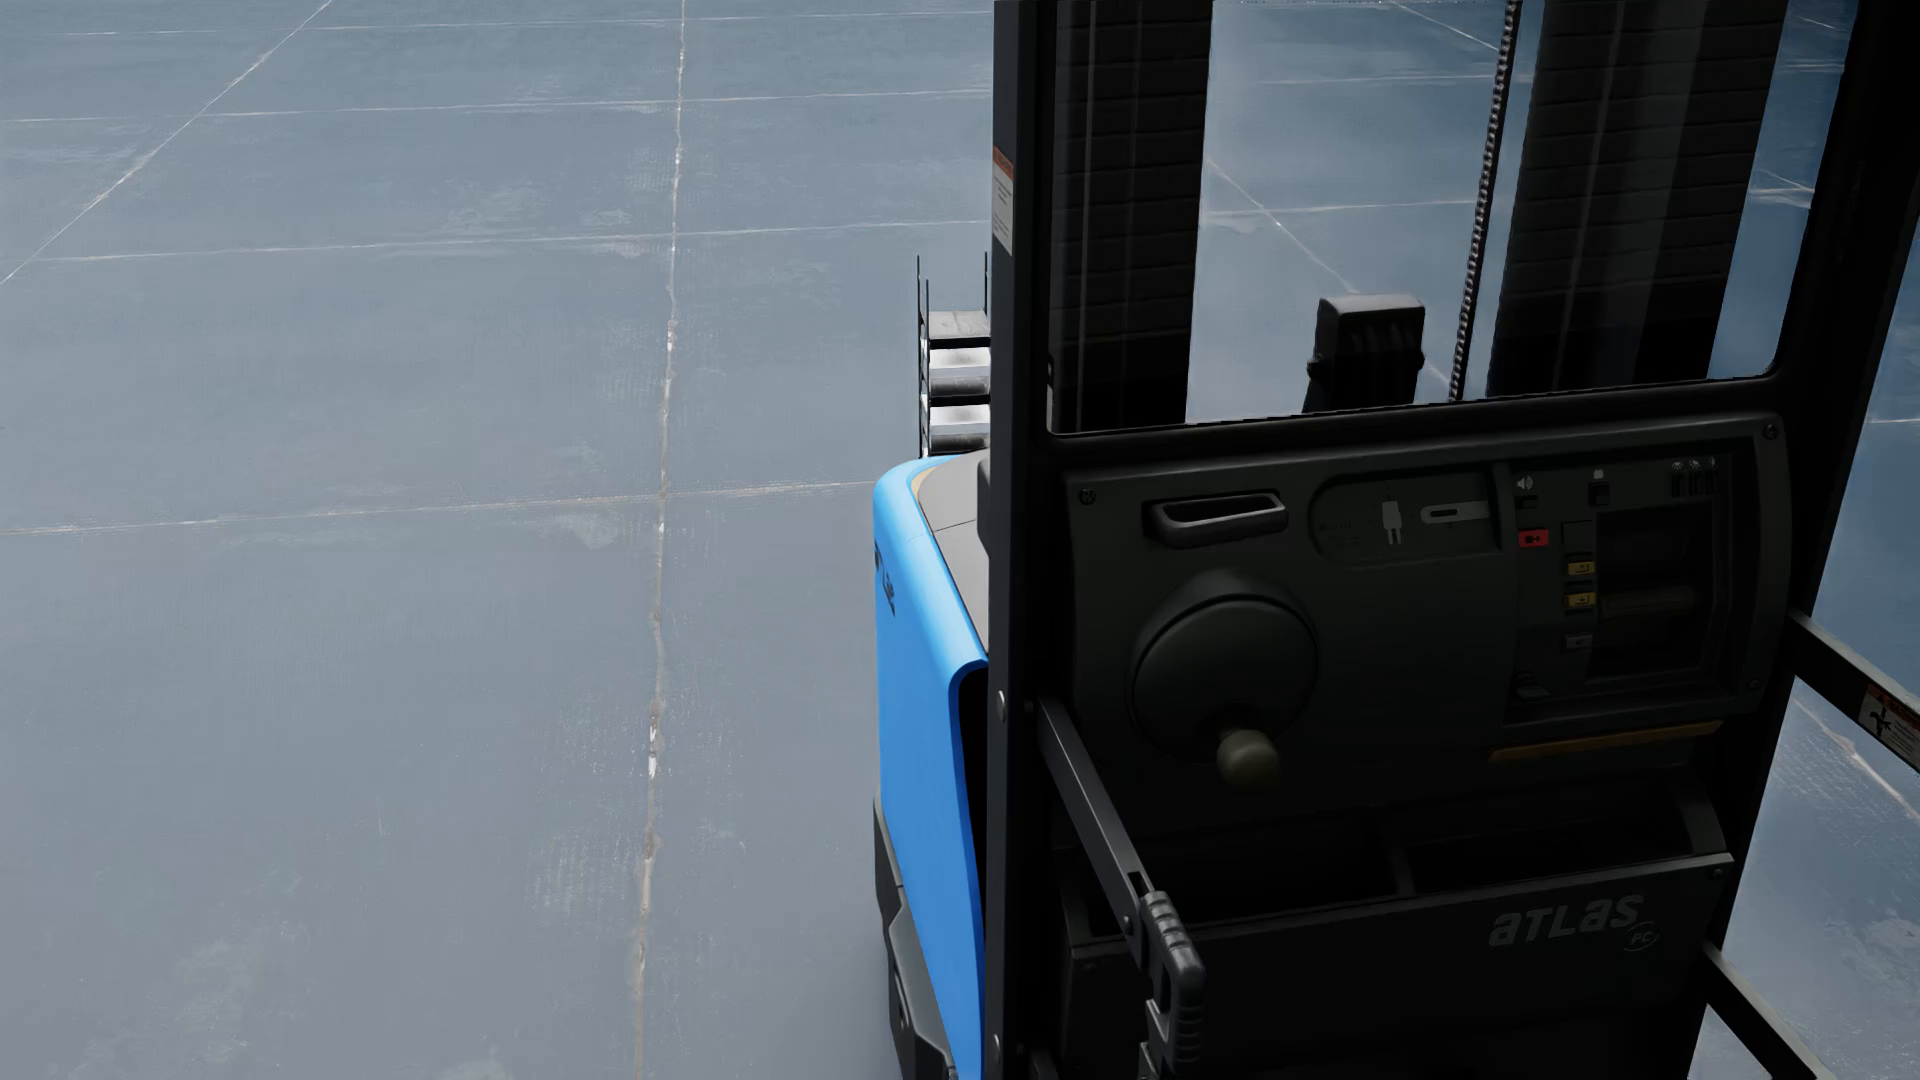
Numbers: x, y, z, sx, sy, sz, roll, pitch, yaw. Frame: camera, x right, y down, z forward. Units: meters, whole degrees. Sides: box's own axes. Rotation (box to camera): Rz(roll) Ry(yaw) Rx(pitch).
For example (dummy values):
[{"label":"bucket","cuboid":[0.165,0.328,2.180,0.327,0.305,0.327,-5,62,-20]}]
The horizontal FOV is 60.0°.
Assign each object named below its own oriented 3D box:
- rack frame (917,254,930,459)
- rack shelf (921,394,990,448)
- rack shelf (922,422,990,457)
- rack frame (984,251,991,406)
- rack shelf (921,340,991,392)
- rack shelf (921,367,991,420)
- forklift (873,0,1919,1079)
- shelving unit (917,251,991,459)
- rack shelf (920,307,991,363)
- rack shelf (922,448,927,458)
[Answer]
[{"label":"rack frame","cuboid":[-0.109,-0.393,5.031,0.006,0.900,0.240,-4,27,-7]},{"label":"rack shelf","cuboid":[-0.008,-0.370,5.059,0.200,0.077,0.258,-4,27,-7]},{"label":"rack shelf","cuboid":[-0.008,-0.290,5.100,0.200,0.077,0.258,-4,27,-7]},{"label":"rack frame","cuboid":[0.093,-0.406,5.056,0.006,0.900,0.240,-4,27,-7]},{"label":"rack shelf","cuboid":[-0.008,-0.530,4.977,0.200,0.077,0.258,-4,27,-7]},{"label":"rack shelf","cuboid":[-0.008,-0.450,5.018,0.200,0.077,0.258,-4,27,-7]},{"label":"forklift","cuboid":[0.628,0.108,1.830,1.130,2.935,3.031,-6,28,-11]},{"label":"shelving unit","cuboid":[-0.008,-0.400,5.044,0.210,0.900,0.258,-4,27,-7]},{"label":"rack shelf","cuboid":[-0.008,-0.610,4.936,0.200,0.077,0.258,-4,27,-7]},{"label":"rack shelf","cuboid":[-0.008,-0.210,5.141,0.200,0.077,0.258,-4,27,-7]}]
